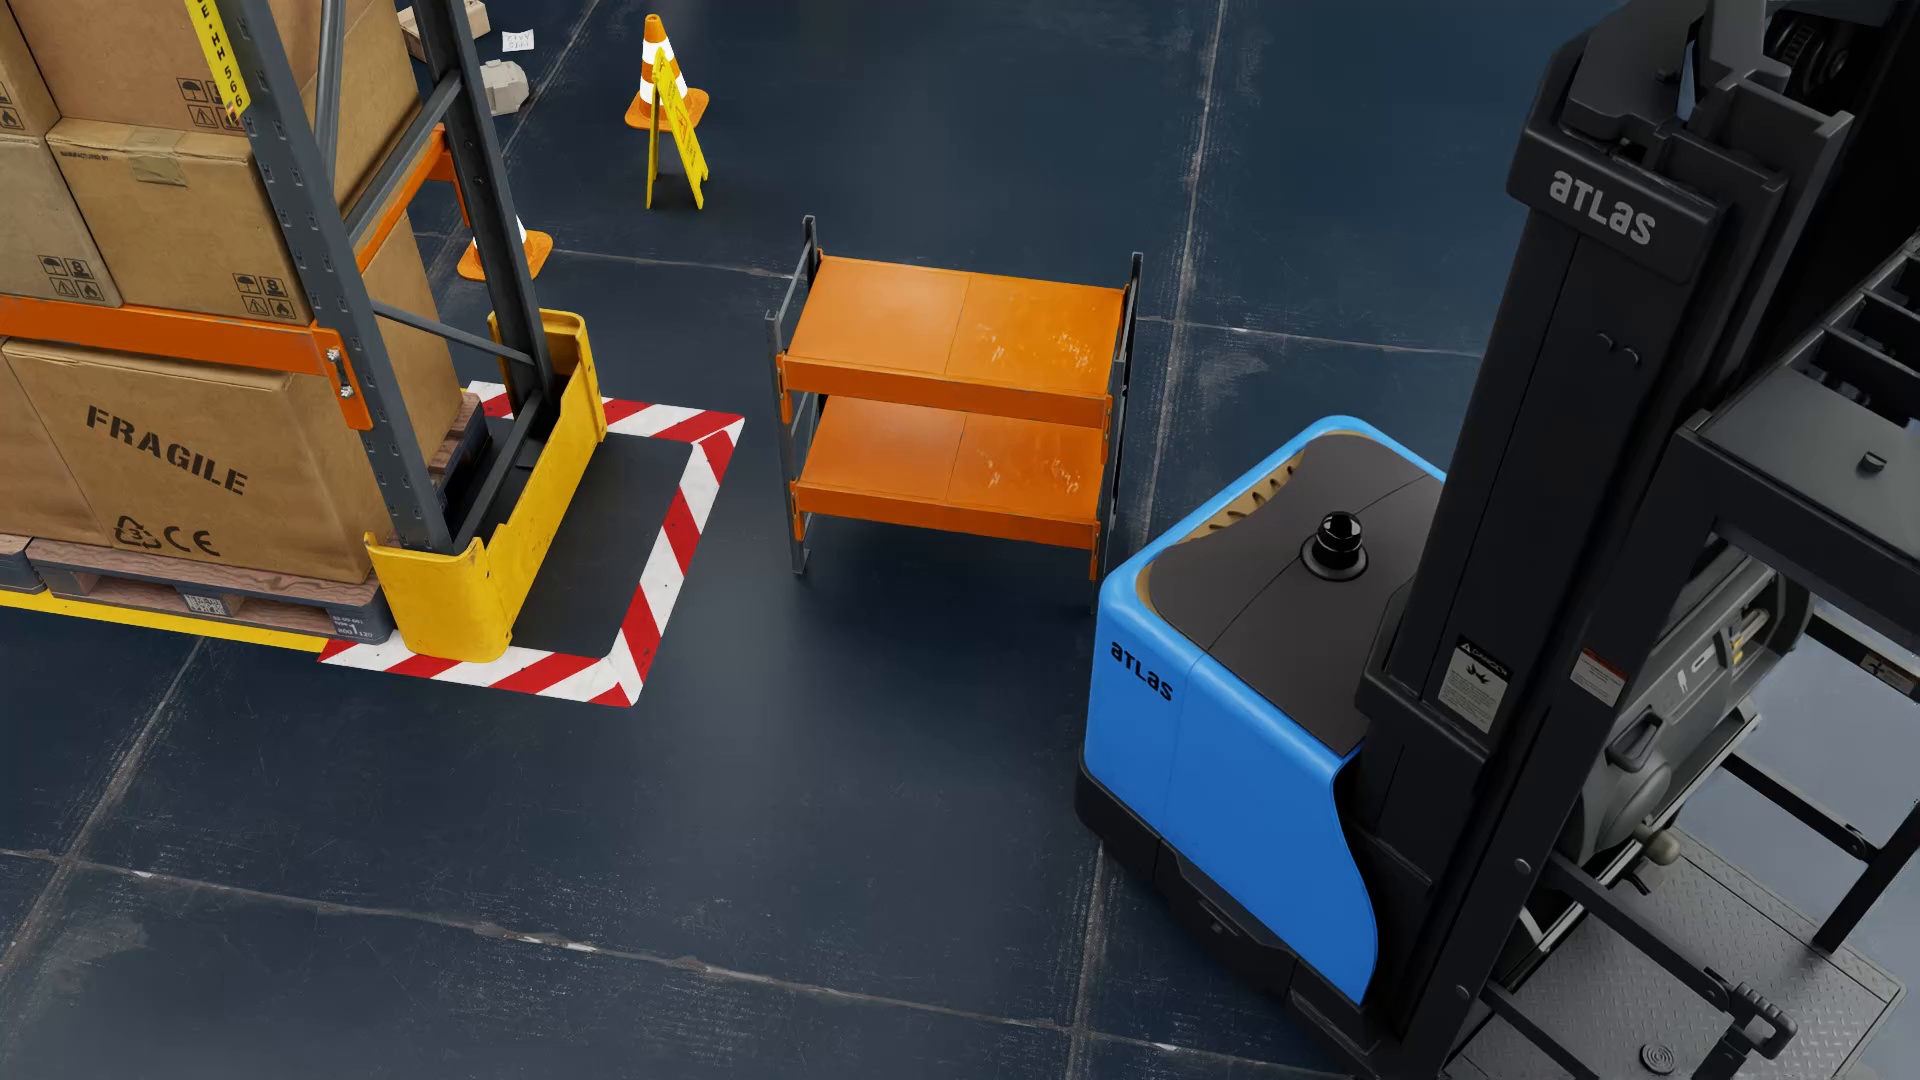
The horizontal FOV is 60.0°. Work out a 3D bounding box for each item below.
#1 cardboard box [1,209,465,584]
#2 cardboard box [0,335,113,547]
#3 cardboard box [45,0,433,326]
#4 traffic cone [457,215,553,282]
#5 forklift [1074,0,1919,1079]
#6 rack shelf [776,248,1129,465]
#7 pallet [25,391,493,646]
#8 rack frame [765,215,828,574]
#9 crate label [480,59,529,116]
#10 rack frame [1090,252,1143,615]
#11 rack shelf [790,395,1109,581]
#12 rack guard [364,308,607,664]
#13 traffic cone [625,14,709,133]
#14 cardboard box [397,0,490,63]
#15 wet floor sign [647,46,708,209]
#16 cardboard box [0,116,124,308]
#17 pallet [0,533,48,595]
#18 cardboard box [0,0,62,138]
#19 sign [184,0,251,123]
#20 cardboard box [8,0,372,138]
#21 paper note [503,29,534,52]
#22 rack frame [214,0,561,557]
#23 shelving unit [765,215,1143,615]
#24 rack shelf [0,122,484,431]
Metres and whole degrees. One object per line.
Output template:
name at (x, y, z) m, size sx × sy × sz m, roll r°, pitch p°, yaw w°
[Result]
cardboard box at (-2.263, -0.520, 5.347) m, size 0.875 × 0.875 × 0.875 m, roll 8°, pitch 49°, yaw 7°
cardboard box at (-3.129, -0.635, 5.450) m, size 0.875 × 0.875 × 0.875 m, roll 7°, pitch 48°, yaw 6°
cardboard box at (-1.957, -1.115, 4.634) m, size 0.550 × 0.550 × 0.875 m, roll 8°, pitch 49°, yaw 7°
traffic cone at (-1.854, -1.310, 6.616) m, size 0.334 × 0.463 × 0.336 m, roll 8°, pitch 49°, yaw 7°
forklift at (1.706, 0.414, 3.408) m, size 1.130 × 2.935 × 3.031 m, roll -34°, pitch 57°, yaw -27°
rack shelf at (-0.007, -0.572, 5.115) m, size 1.000 × 0.278 × 0.538 m, roll 8°, pitch 49°, yaw 7°
pallet at (-2.385, -0.165, 5.756) m, size 1.213 × 0.211 × 1.003 m, roll 8°, pitch 49°, yaw 7°
rack frame at (-0.507, -0.444, 5.393) m, size 0.032 × 1.125 × 0.500 m, roll 8°, pitch 49°, yaw 7°
crate label at (-2.103, -2.042, 7.493) m, size 0.298 × 0.136 × 0.250 m, roll -15°, pitch 50°, yaw -13°
rack frame at (0.494, -0.310, 5.272) m, size 0.032 × 1.125 × 0.500 m, roll 8°, pitch 49°, yaw 7°
rack shelf at (-0.007, -0.213, 5.514) m, size 1.000 × 0.278 × 0.538 m, roll 8°, pitch 49°, yaw 7°
rack guard at (-1.560, -0.210, 5.602) m, size 0.348 × 0.500 × 1.175 m, roll 8°, pitch 49°, yaw 7°
traffic cone at (-1.318, -2.092, 7.319) m, size 0.334 × 0.463 × 0.336 m, roll 8°, pitch 49°, yaw 7°
cardboard box at (-2.451, -2.427, 7.831) m, size 0.250 × 0.149 × 0.380 m, roll 32°, pitch 56°, yaw 26°
wet floor sign at (-1.203, -1.707, 6.850) m, size 0.232 × 0.644 × 0.267 m, roll 0°, pitch 48°, yaw 0°
cardboard box at (-2.502, -1.171, 4.685) m, size 0.550 × 0.550 × 0.875 m, roll 8°, pitch 49°, yaw 7°
pallet at (-3.582, -0.328, 5.903) m, size 1.213 × 0.211 × 1.003 m, roll 8°, pitch 49°, yaw 7°
cardboard box at (-2.500, -1.542, 4.292) m, size 0.550 × 0.550 × 0.875 m, roll 8°, pitch 49°, yaw 7°
sign at (-1.694, -1.119, 3.801) m, size 0.005 × 0.325 × 0.100 m, roll 8°, pitch 49°, yaw 7°
cardboard box at (-1.942, -1.537, 4.288) m, size 0.550 × 0.550 × 0.875 m, roll 8°, pitch 49°, yaw 7°
paper note at (-2.087, -2.361, 7.851) m, size 0.142 × 0.019 × 0.148 m, roll -7°, pitch 48°, yaw -7°
rack frame at (-1.584, -1.048, 4.676) m, size 0.127 × 3.000 × 1.000 m, roll 8°, pitch 49°, yaw 7°
shelving unit at (-0.007, -0.377, 5.332) m, size 1.048 × 1.125 × 0.538 m, roll 8°, pitch 49°, yaw 7°
rack shelf at (-3.552, -1.073, 5.181) m, size 4.000 × 0.370 × 1.077 m, roll 8°, pitch 49°, yaw 7°
